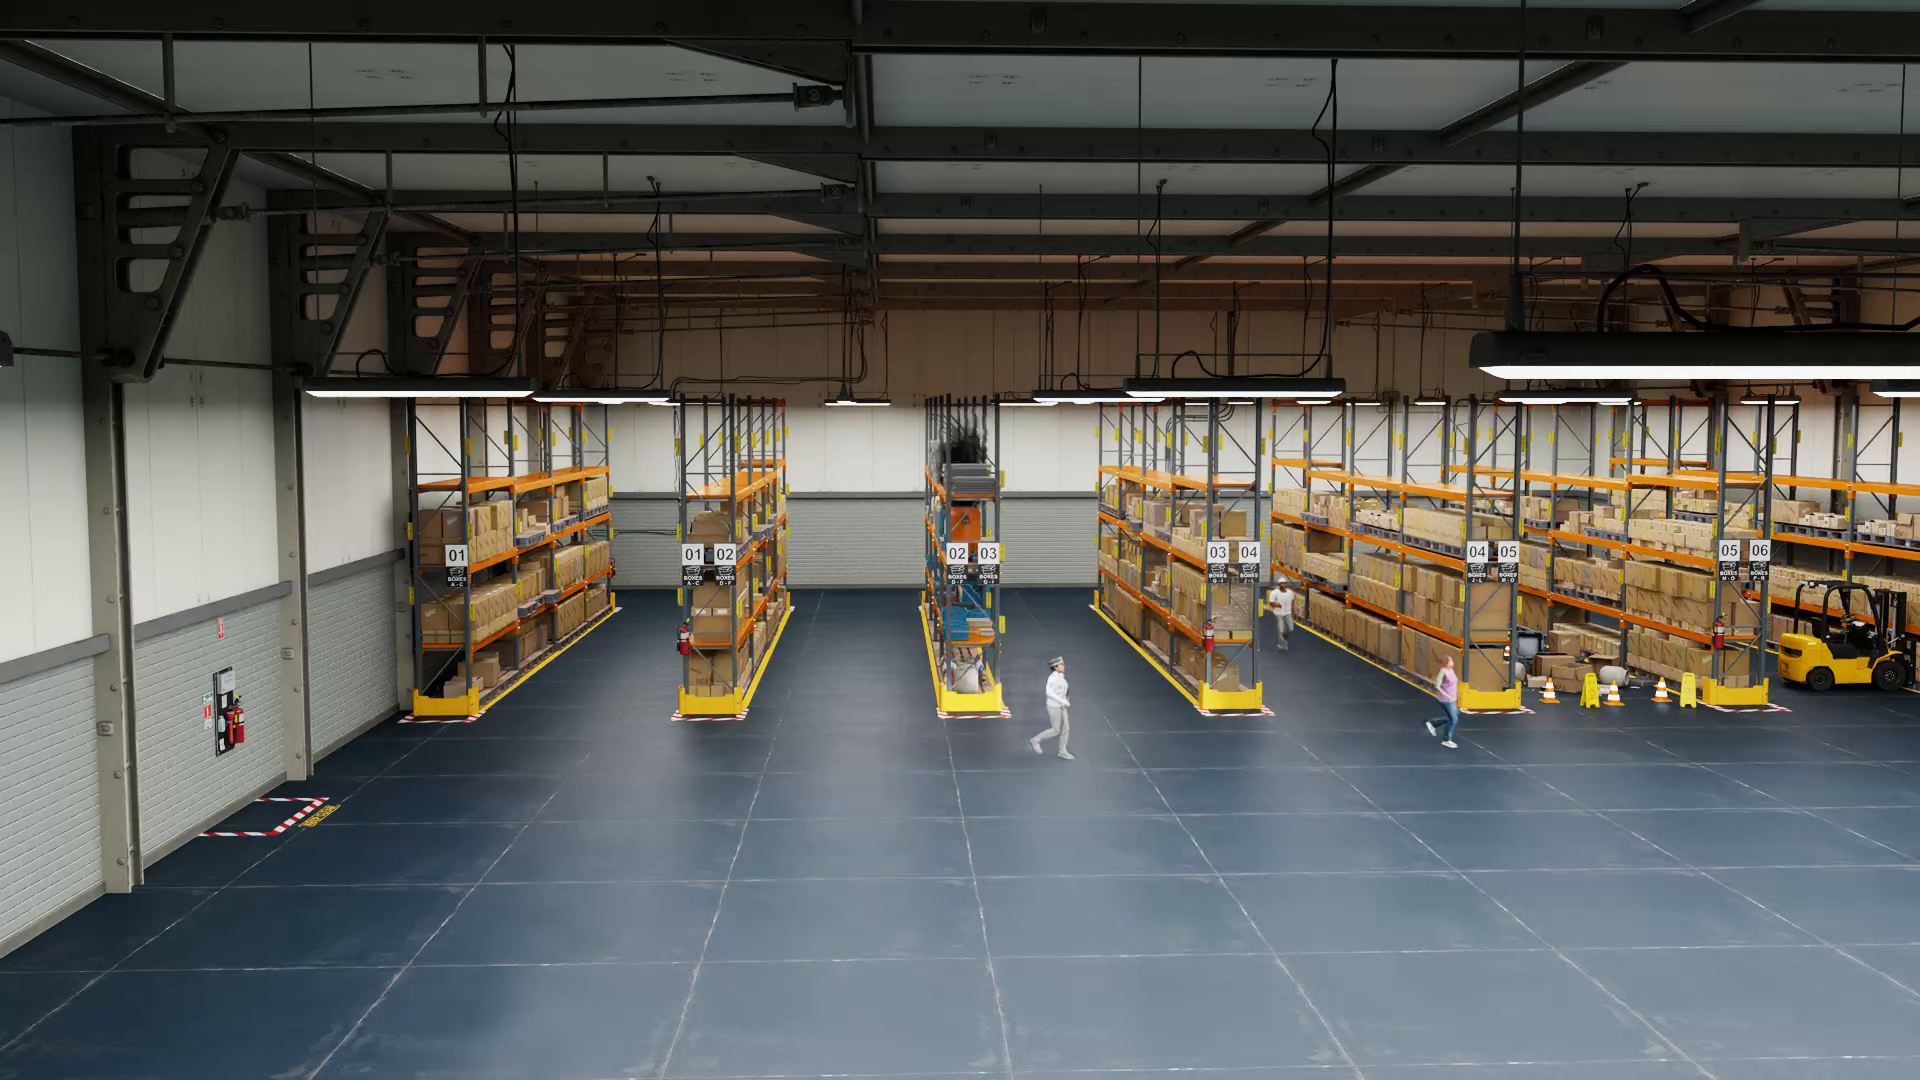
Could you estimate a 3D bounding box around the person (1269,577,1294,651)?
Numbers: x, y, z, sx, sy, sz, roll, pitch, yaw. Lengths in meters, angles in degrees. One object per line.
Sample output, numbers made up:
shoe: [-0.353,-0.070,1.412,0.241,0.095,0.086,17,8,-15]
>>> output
person: [7.621,1.760,39.119,0.680,1.750,0.626,-1,5,-9]

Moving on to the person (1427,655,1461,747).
person: [8.213,2.722,28.274,0.557,1.573,0.540,4,6,38]

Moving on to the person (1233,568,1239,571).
person: [7.777,1.248,45.896,0.679,1.777,0.670,0,5,-1]

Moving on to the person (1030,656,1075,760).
person: [1.559,2.740,27.259,0.698,1.697,0.643,2,5,21]
